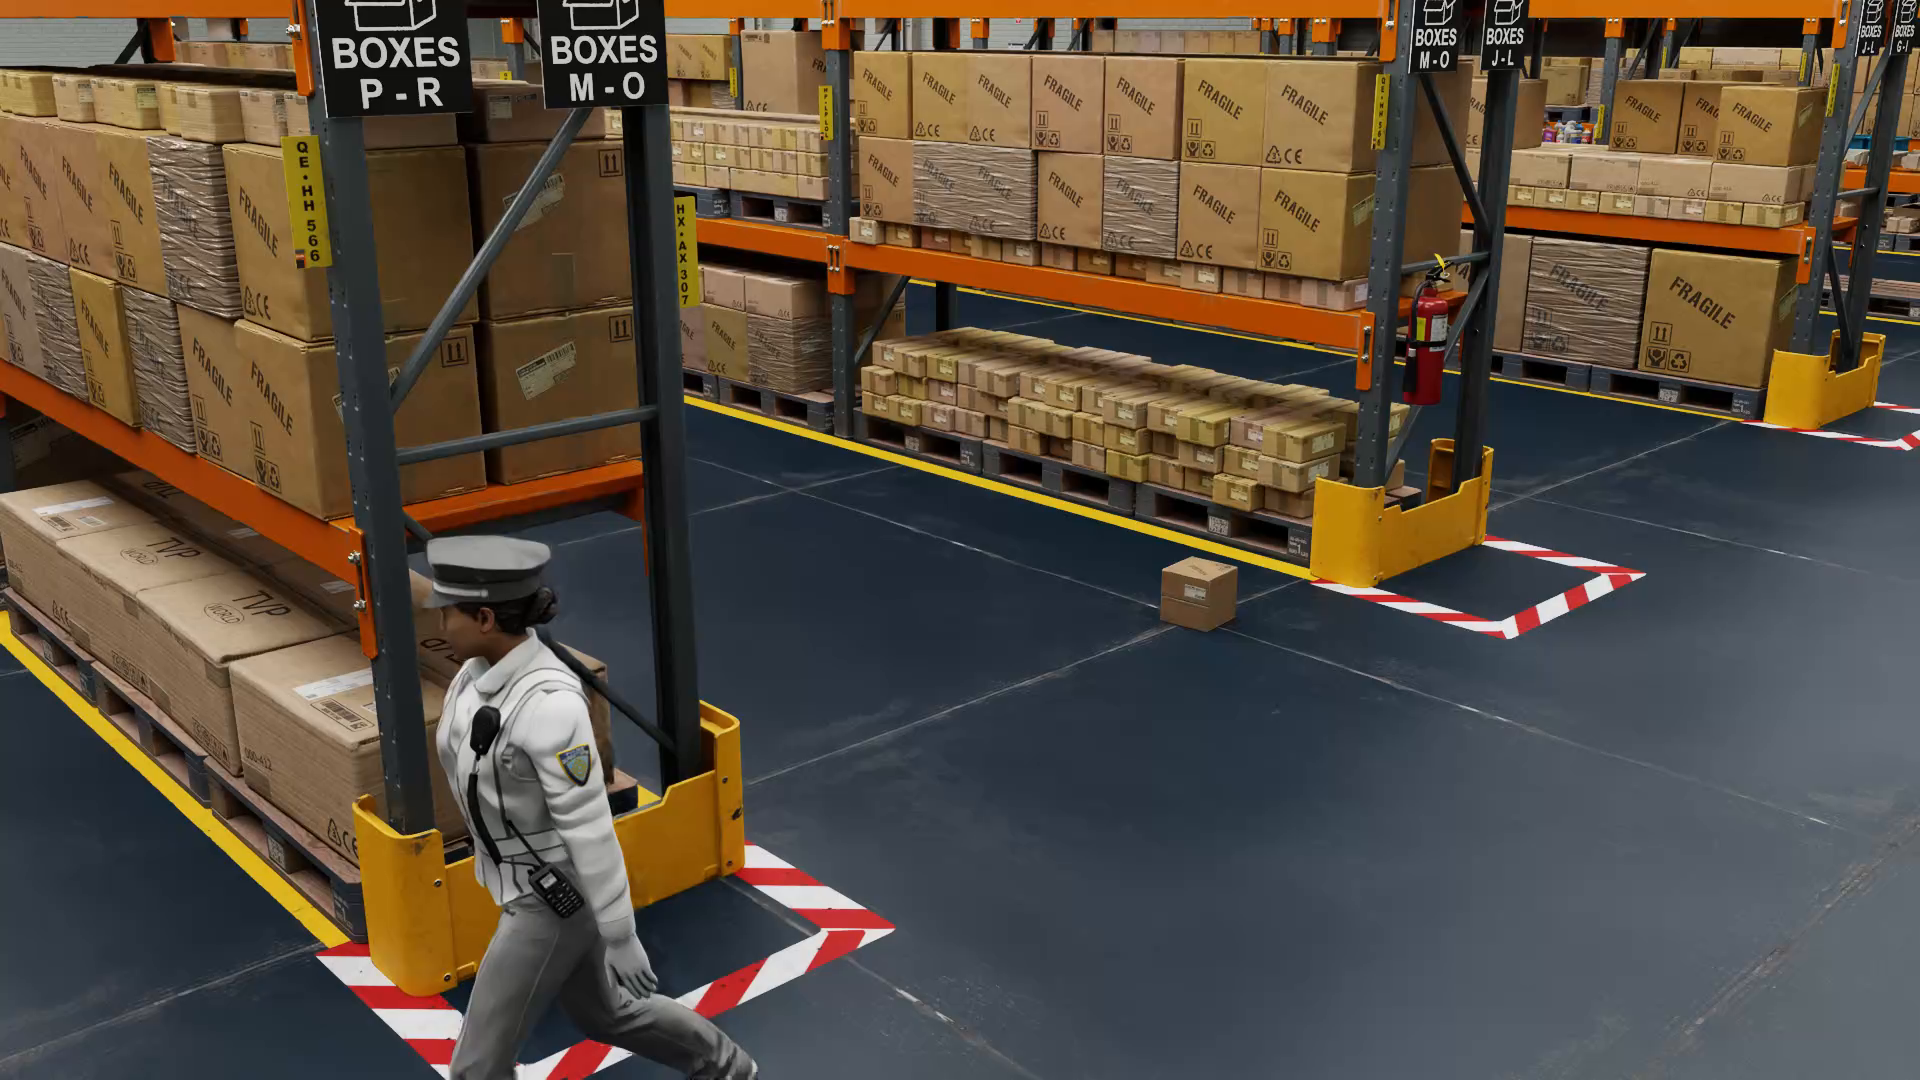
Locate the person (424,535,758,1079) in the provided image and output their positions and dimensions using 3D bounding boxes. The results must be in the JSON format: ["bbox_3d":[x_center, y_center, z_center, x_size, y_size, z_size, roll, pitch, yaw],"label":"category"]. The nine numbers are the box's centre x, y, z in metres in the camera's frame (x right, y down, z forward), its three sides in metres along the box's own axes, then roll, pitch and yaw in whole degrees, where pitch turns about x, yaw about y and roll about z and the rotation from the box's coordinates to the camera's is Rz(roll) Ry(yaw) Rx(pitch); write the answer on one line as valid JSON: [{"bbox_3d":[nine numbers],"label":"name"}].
[{"bbox_3d":[-0.901,0.763,3.644,0.996,1.609,0.580,-10,20,-28],"label":"person"}]
